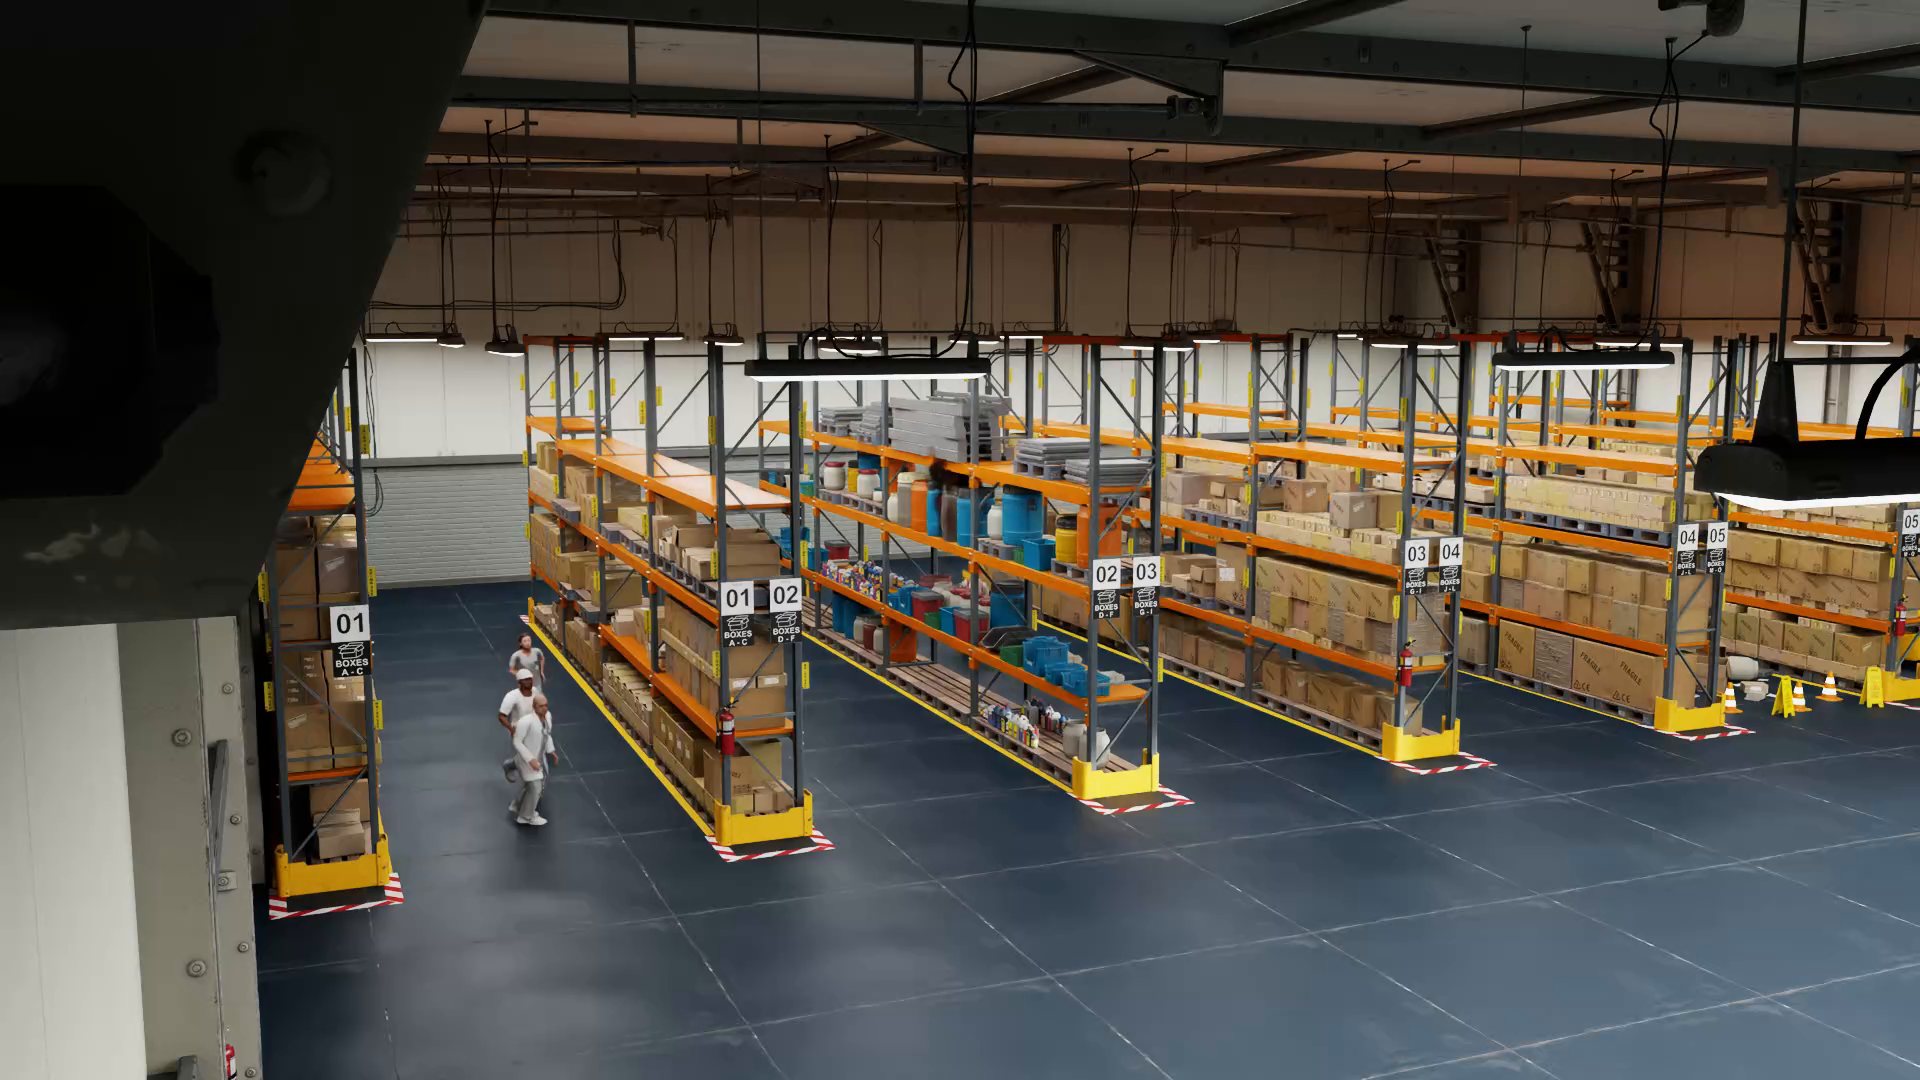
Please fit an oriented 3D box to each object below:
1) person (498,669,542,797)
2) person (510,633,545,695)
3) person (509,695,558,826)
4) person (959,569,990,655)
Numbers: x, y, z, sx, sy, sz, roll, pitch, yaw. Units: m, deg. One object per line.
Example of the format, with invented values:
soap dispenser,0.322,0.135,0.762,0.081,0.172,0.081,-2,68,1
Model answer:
person,-5.816,2.552,22.148,0.721,1.724,0.706,7,10,41
person,-6.433,2.212,24.769,0.535,1.710,0.741,-3,8,-20
person,-5.415,2.788,20.763,0.765,1.610,0.685,3,8,20
person,0.225,1.331,31.092,0.665,1.720,0.718,-2,8,-14
